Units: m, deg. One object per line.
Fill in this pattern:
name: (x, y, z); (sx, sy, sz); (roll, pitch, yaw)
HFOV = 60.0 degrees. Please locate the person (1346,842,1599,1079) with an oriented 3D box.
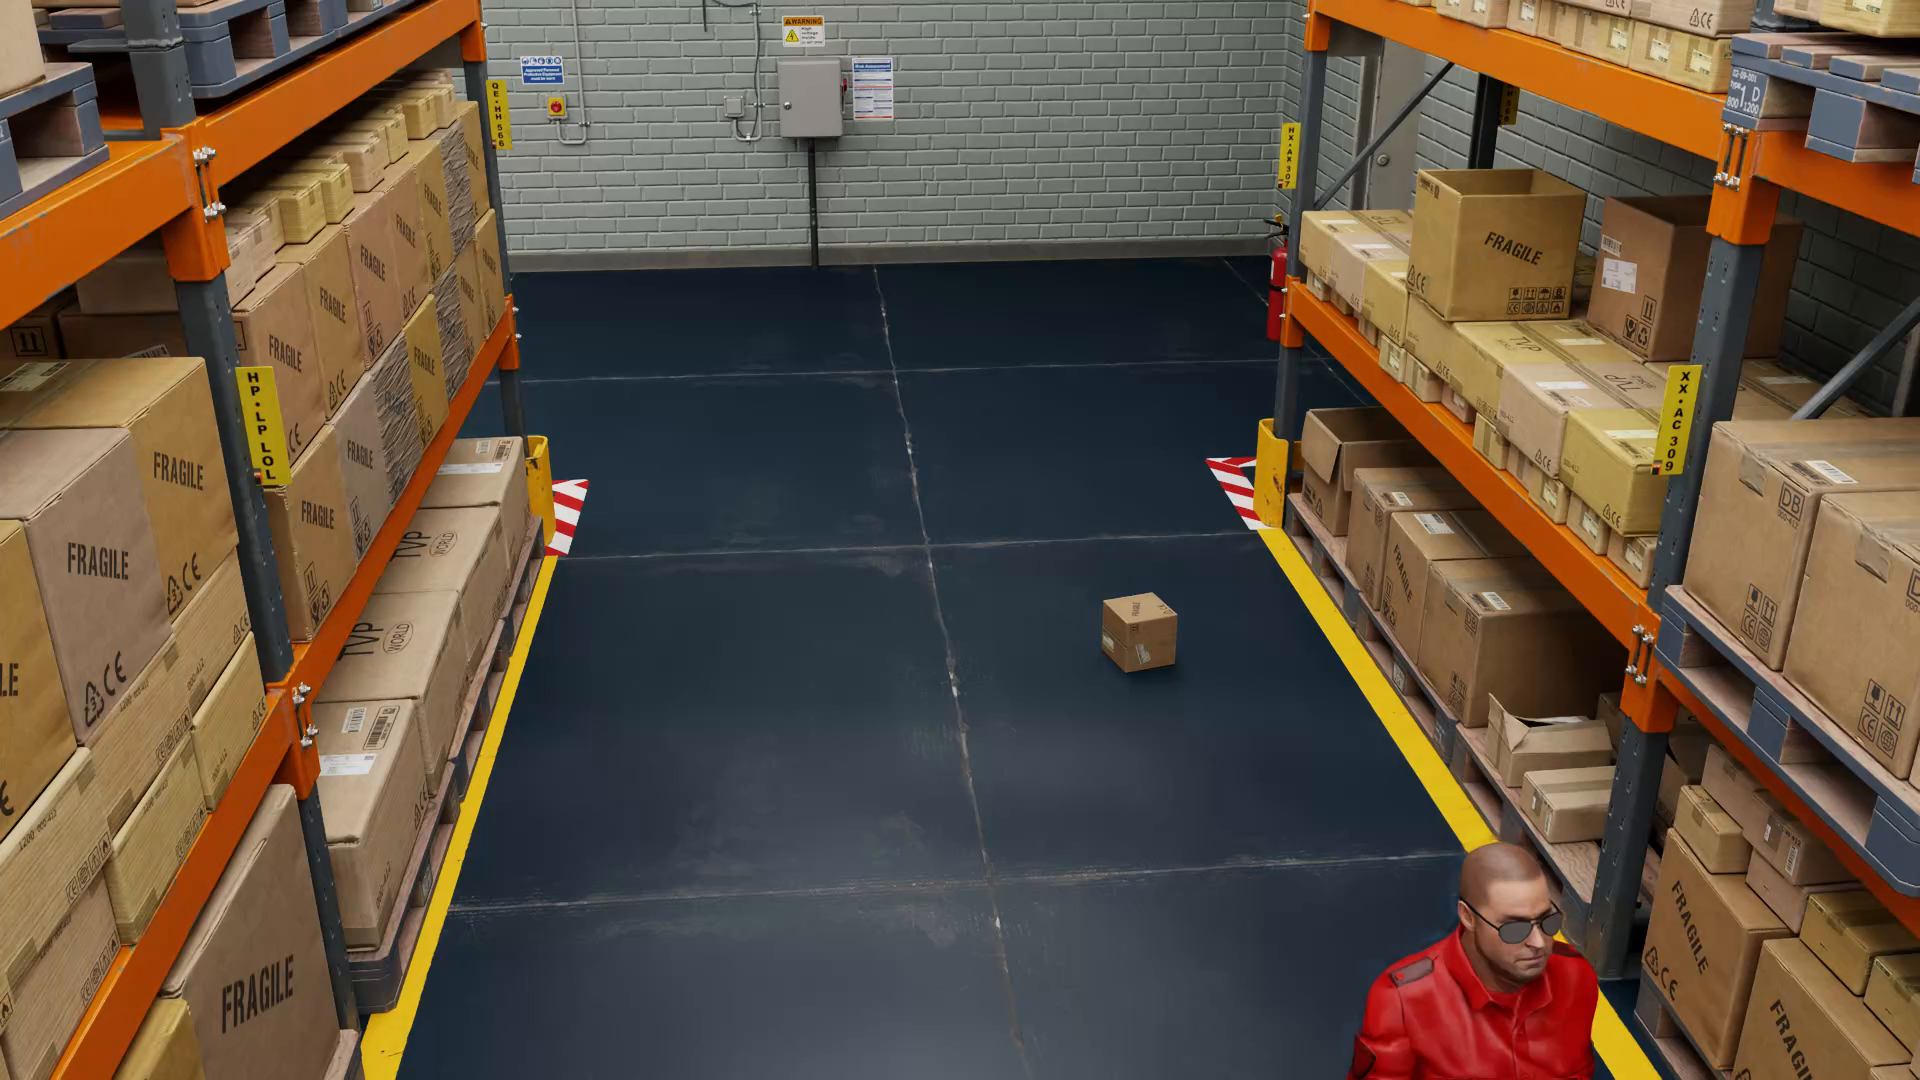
person: (1.038, 1.389, 3.448); (0.539, 1.671, 1.027); (-3, 24, -7)
